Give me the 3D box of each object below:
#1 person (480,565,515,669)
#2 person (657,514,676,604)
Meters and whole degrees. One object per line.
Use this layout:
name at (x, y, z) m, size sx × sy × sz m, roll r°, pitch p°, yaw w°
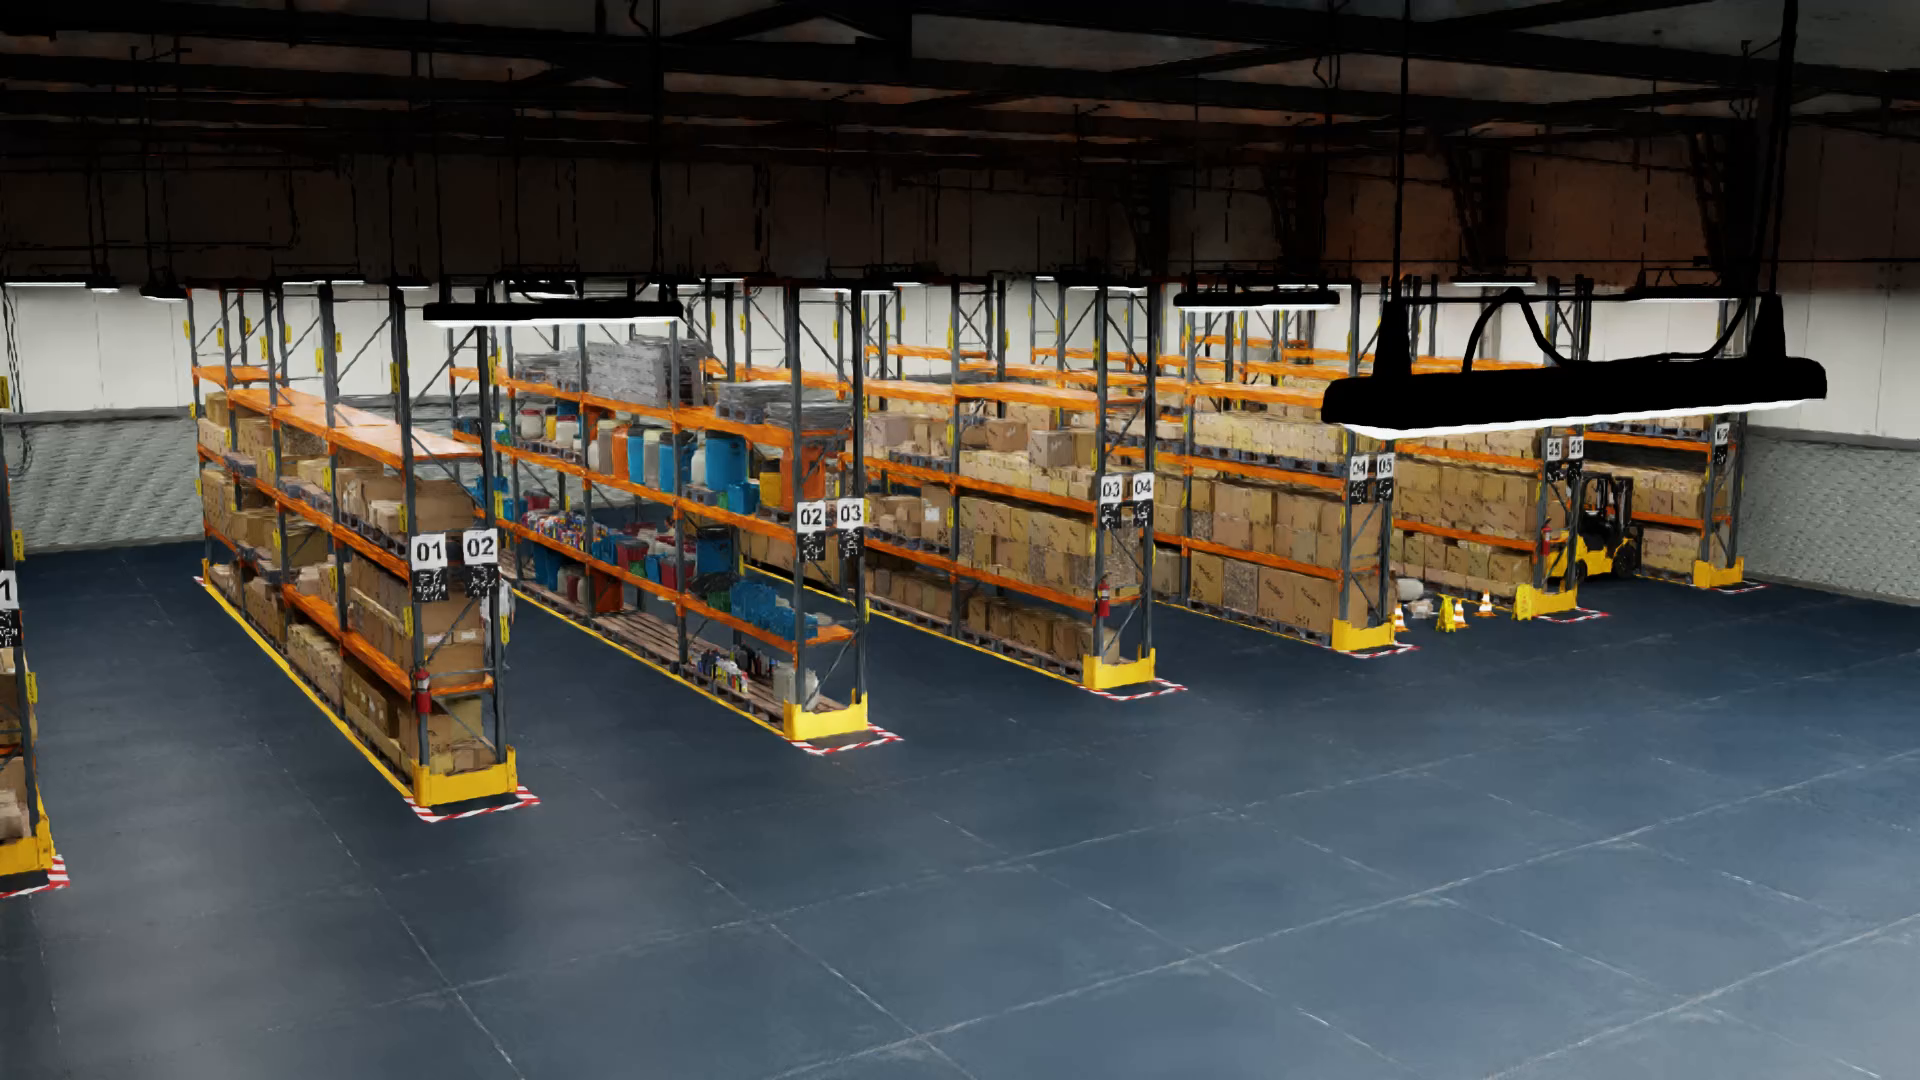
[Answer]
person at (-7.216, 1.191, 25.790) m, size 0.677 × 1.726 × 0.574 m, roll -6°, pitch 12°, yaw -34°
person at (-5.379, 0.339, 30.896) m, size 0.569 × 1.661 × 0.560 m, roll 0°, pitch 10°, yaw 0°
